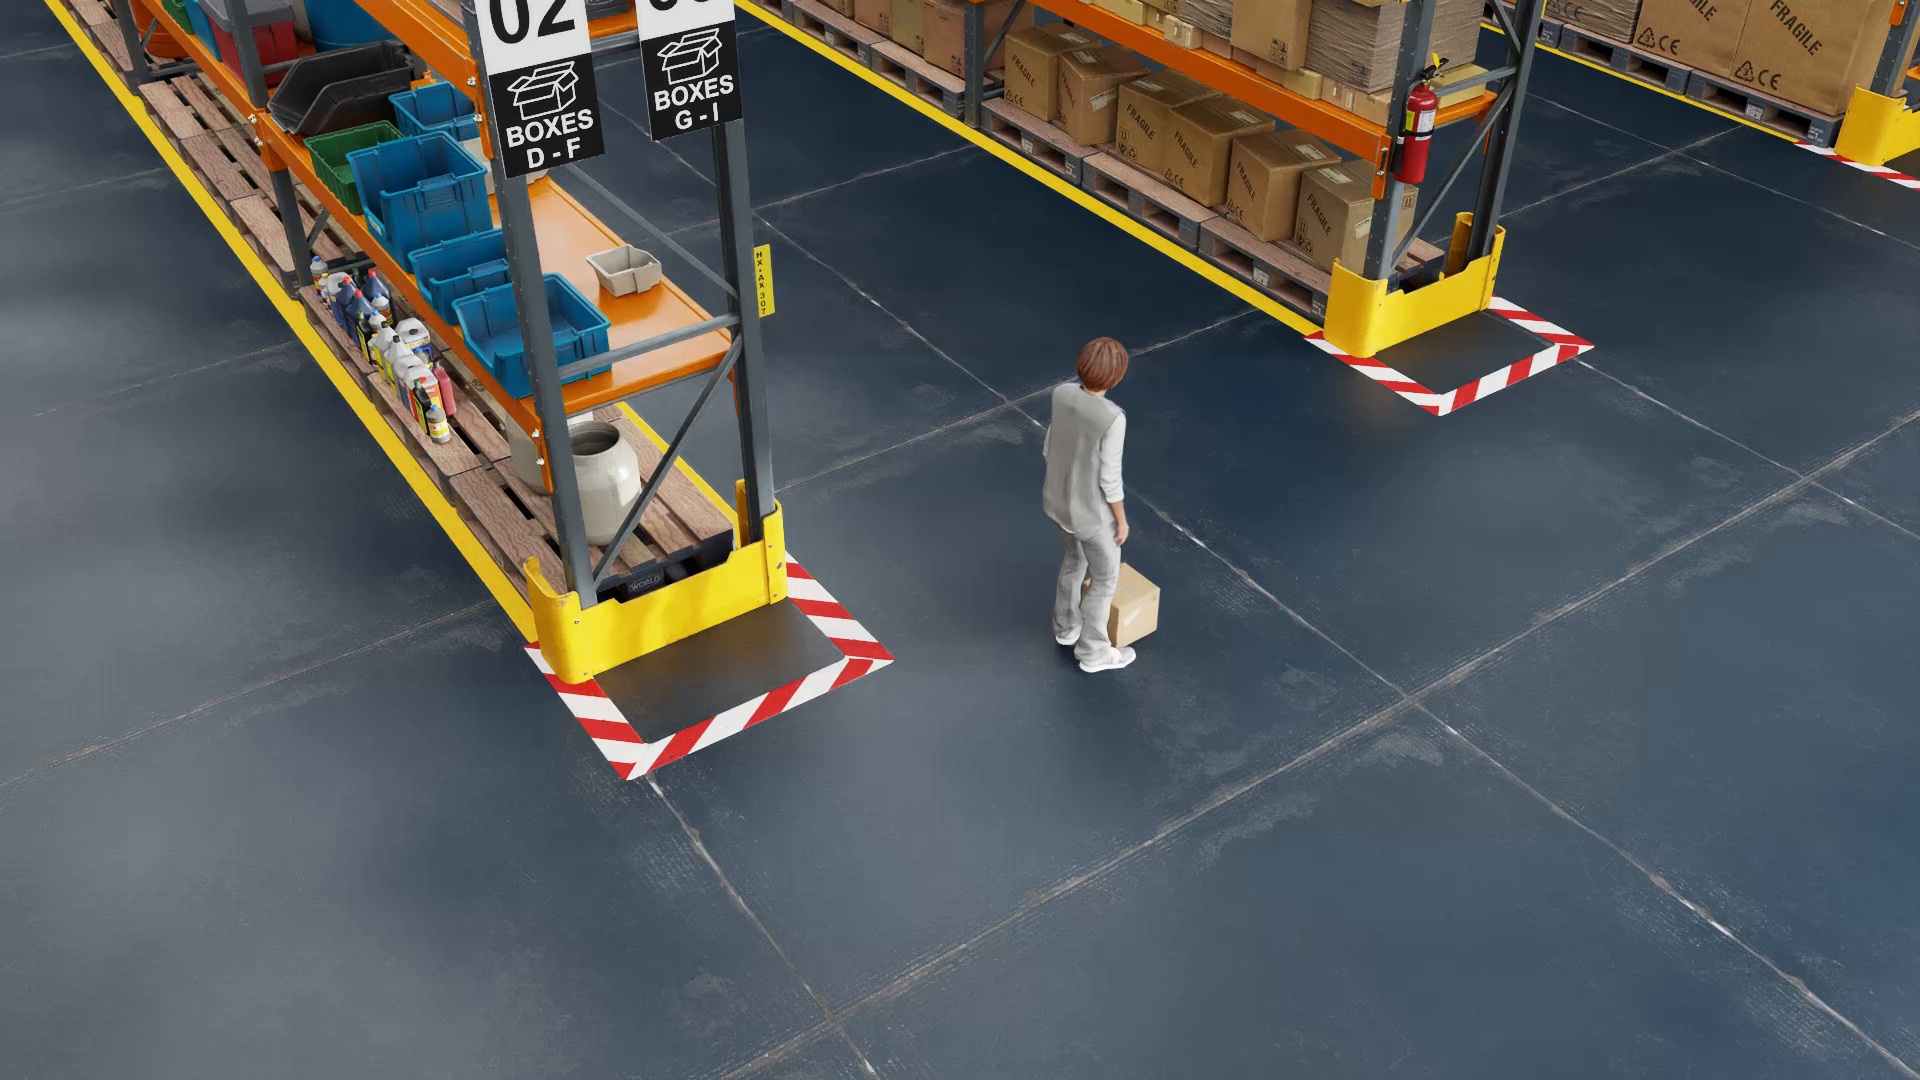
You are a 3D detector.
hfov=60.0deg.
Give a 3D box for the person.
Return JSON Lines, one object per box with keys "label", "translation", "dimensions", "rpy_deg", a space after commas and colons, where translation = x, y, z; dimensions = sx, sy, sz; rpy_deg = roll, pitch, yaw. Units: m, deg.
{"label": "person", "translation": [0.560, -0.145, 7.203], "dimensions": [0.377, 1.590, 0.473], "rpy_deg": [-25, 44, -30]}
